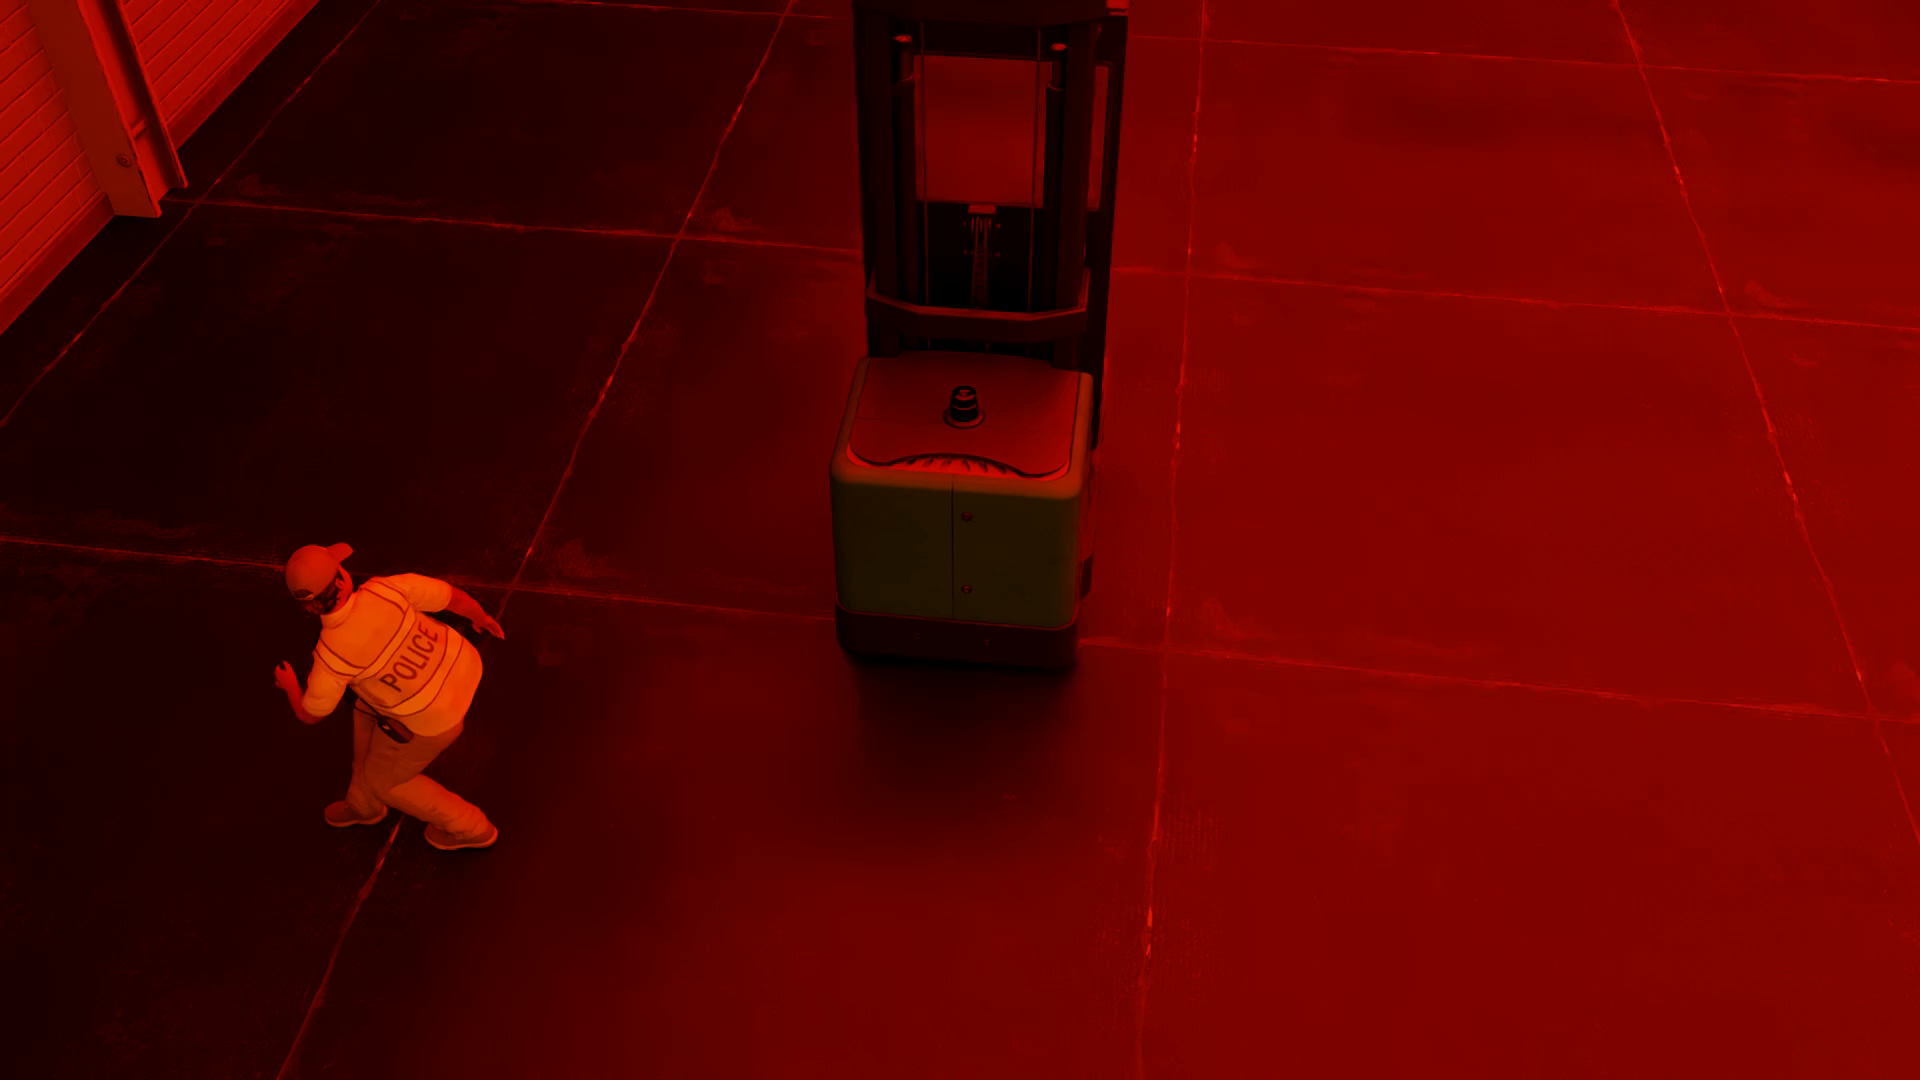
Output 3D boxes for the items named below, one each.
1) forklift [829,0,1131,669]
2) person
[{"bbox_3d":[0.151,-1.522,7.381,1.130,2.935,3.031,5,43,5],"label":"forklift"},{"bbox_3d":[-2.159,0.530,6.218,0.755,1.514,0.706,9,43,10],"label":"person"}]
